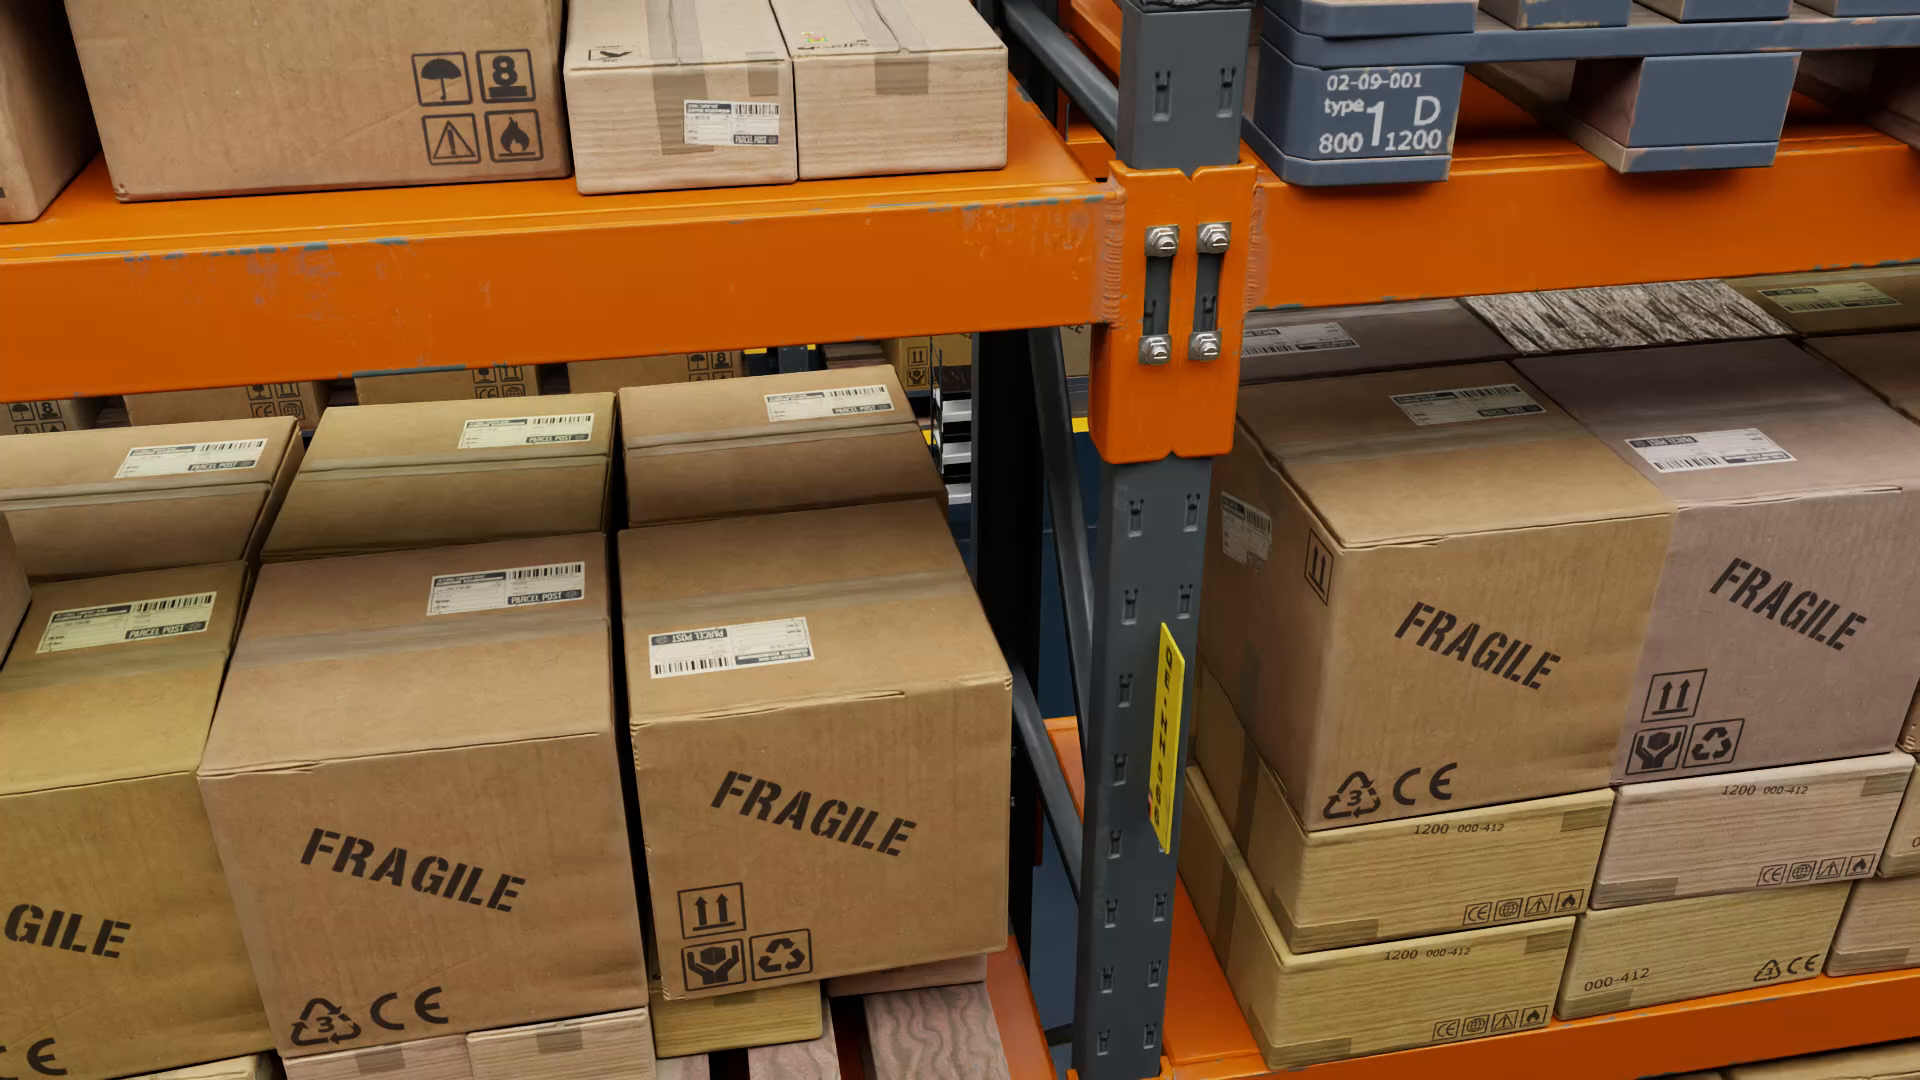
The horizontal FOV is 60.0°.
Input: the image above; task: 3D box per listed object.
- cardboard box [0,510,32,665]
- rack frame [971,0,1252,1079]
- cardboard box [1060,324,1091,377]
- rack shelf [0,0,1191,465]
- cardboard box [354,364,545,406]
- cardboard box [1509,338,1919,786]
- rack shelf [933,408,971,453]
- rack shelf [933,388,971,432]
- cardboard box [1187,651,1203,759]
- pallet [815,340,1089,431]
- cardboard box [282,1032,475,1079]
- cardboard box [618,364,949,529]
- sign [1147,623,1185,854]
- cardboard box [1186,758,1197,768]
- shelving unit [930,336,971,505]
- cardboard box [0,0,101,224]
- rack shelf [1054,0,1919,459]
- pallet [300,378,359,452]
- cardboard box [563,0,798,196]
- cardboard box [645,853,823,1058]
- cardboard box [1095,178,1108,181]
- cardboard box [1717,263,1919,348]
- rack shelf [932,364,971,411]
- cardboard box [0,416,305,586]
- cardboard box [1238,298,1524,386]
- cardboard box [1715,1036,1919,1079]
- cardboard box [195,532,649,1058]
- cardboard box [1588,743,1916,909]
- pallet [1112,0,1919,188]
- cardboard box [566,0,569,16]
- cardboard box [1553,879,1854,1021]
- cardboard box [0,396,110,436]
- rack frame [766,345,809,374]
[{"bbox_3d":[-1.387,0.125,2.131,0.250,0.149,0.380,-7,31,-11],"label":"cardboard box"},{"bbox_3d":[0.171,0.467,2.996,0.127,3.000,1.000,-5,31,-9],"label":"rack frame"},{"bbox_3d":[0.416,-1.080,7.679,0.500,0.500,0.500,-5,31,-8],"label":"cardboard box"},{"bbox_3d":[-1.796,-0.333,2.107,4.000,0.370,1.077,-5,31,-9],"label":"rack shelf"},{"bbox_3d":[-2.294,-1.110,7.484,0.750,0.750,1.050,-5,31,-8],"label":"cardboard box"},{"bbox_3d":[1.187,0.020,2.671,0.500,0.500,0.500,-5,31,-9],"label":"cardboard box"},{"bbox_3d":[0.008,-0.437,6.494,0.200,0.077,0.258,-5,31,-9],"label":"rack shelf"},{"bbox_3d":[0.008,-0.515,6.449,0.200,0.077,0.258,-5,31,-9],"label":"rack shelf"},{"bbox_3d":[0.602,0.146,3.198,0.500,0.250,0.500,-5,31,-9],"label":"cardboard box"},{"bbox_3d":[-0.051,-0.860,8.004,1.213,0.211,1.003,-5,31,-9],"label":"pallet"},{"bbox_3d":[-0.848,0.667,2.490,0.250,0.149,0.380,-7,31,-11],"label":"cardboard box"},{"bbox_3d":[-0.313,0.041,2.915,0.500,0.500,0.500,-6,31,-10],"label":"cardboard box"},{"bbox_3d":[0.278,0.272,2.264,0.005,0.325,0.100,-5,31,-9],"label":"sign"},{"bbox_3d":[0.622,0.356,3.333,0.500,0.250,0.500,-6,31,-11],"label":"cardboard box"},{"bbox_3d":[0.008,-0.389,6.523,0.210,0.900,0.258,-5,31,-9],"label":"shelving unit"},{"bbox_3d":[-1.324,-0.717,1.948,0.637,0.503,0.797,-5,31,-9],"label":"cardboard box"},{"bbox_3d":[2.139,-0.698,2.728,4.000,0.370,1.077,-5,31,-9],"label":"rack shelf"},{"bbox_3d":[-2.806,-0.645,7.639,1.213,0.211,1.003,-5,31,-9],"label":"pallet"},{"bbox_3d":[-0.344,-0.557,2.027,0.250,0.149,0.380,-5,31,-9],"label":"cardboard box"},{"bbox_3d":[-0.359,0.602,2.600,0.250,0.149,0.380,-5,31,-8],"label":"cardboard box"},{"bbox_3d":[0.803,-1.701,7.996,0.500,0.250,0.500,-5,31,-8],"label":"cardboard box"},{"bbox_3d":[1.626,-0.277,3.177,0.500,0.500,0.500,-5,31,-9],"label":"cardboard box"},{"bbox_3d":[0.008,-0.593,6.403,0.200,0.077,0.258,-5,31,-9],"label":"rack shelf"},{"bbox_3d":[-1.345,0.144,2.740,0.500,0.500,0.500,-5,31,-8],"label":"cardboard box"},{"bbox_3d":[0.633,-0.184,3.019,0.500,0.500,0.500,-6,31,-10],"label":"cardboard box"},{"bbox_3d":[1.744,1.101,3.600,0.875,0.875,0.875,-5,31,-8],"label":"cardboard box"},{"bbox_3d":[-0.732,0.348,2.393,0.500,0.500,0.500,-6,31,-10],"label":"cardboard box"},{"bbox_3d":[1.223,0.347,2.856,0.500,0.250,0.500,-5,31,-8],"label":"cardboard box"},{"bbox_3d":[0.795,-0.829,2.428,1.003,0.211,1.213,-4,31,-7],"label":"pallet"},{"bbox_3d":[-0.420,-0.800,2.325,0.258,0.266,0.396,-5,31,-9],"label":"cardboard box"},{"bbox_3d":[1.200,0.557,2.991,0.500,0.250,0.500,-6,31,-10],"label":"cardboard box"},{"bbox_3d":[-4.160,-0.939,7.193,0.750,0.750,1.050,-5,31,-9],"label":"cardboard box"},{"bbox_3d":[-0.820,-1.991,7.177,0.127,3.000,1.000,-5,31,-9],"label":"rack frame"}]
